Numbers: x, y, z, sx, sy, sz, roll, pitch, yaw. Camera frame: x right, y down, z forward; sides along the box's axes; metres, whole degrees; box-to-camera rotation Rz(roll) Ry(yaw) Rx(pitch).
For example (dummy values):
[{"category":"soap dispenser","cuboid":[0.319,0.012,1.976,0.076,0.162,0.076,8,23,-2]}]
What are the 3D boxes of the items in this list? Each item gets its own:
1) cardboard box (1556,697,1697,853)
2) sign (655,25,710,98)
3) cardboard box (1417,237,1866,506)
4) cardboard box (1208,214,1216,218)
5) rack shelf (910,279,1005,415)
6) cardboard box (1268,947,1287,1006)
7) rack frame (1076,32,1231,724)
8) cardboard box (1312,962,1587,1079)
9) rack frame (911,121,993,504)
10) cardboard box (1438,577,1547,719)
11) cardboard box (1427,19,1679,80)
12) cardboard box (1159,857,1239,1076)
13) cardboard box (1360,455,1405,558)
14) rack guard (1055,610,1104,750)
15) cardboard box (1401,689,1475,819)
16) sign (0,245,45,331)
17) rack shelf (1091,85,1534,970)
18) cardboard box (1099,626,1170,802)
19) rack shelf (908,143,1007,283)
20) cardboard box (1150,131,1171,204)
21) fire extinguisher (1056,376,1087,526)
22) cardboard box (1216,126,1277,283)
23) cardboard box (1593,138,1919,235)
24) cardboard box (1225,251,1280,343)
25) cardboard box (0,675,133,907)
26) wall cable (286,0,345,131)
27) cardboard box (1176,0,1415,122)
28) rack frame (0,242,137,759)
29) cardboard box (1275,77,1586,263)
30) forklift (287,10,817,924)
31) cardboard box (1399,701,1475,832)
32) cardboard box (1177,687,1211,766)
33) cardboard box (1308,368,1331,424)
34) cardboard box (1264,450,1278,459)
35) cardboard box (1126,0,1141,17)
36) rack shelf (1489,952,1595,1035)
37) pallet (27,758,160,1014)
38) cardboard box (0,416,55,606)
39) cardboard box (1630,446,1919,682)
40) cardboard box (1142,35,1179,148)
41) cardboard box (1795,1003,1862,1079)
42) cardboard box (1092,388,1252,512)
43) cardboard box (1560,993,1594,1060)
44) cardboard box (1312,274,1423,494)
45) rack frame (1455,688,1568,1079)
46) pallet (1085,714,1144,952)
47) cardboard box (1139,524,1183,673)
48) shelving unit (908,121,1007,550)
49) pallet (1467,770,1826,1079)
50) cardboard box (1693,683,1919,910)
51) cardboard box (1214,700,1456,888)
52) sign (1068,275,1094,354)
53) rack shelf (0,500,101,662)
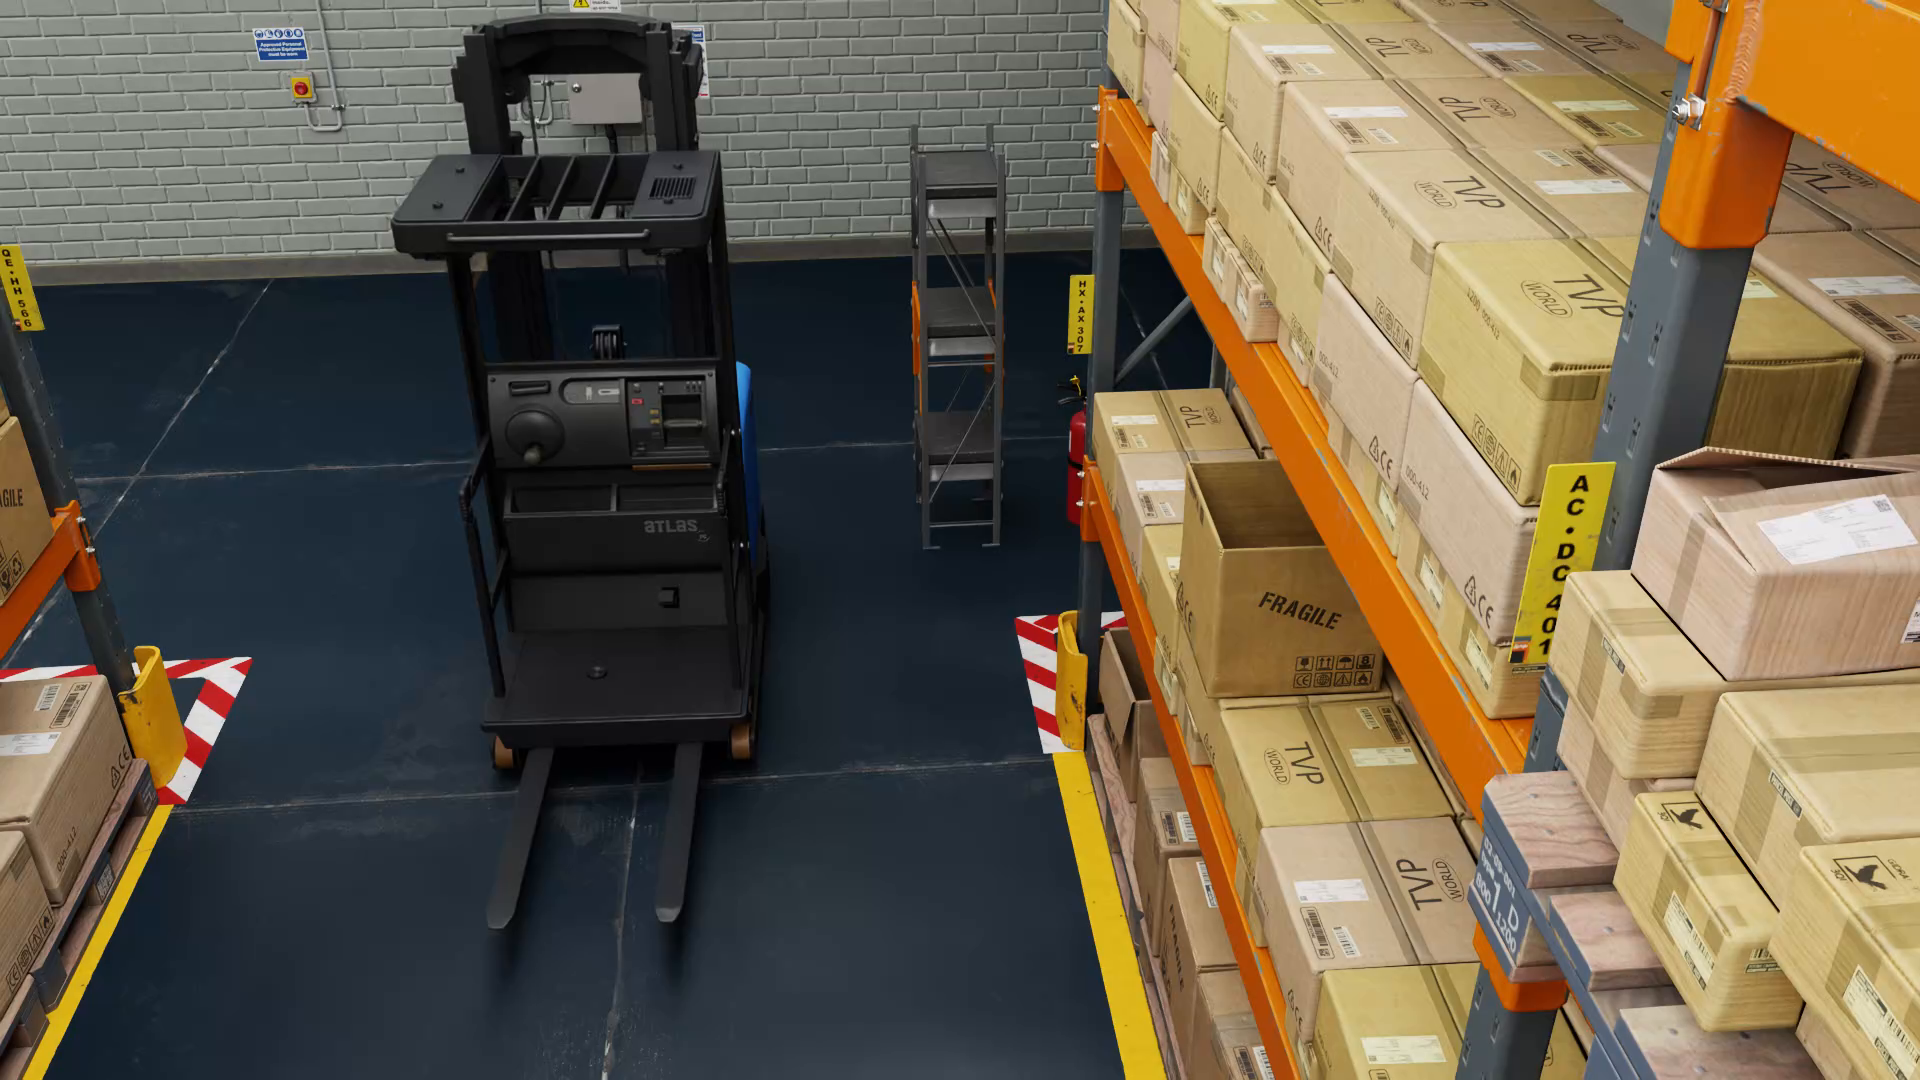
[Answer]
[{"category":"cardboard box","cuboid":[1.017,0.285,2.161,0.380,0.149,0.250,-2,31,-4]},{"category":"sign","cuboid":[-1.902,-3.278,11.406,0.329,0.494,0.001,-3,31,-5]},{"category":"cardboard box","cuboid":[1.099,-0.295,2.763,0.500,0.250,0.500,-3,31,-4]},{"category":"cardboard box","cuboid":[0.905,-0.878,4.615,0.380,0.149,0.250,-3,31,-5]},{"category":"rack shelf","cuboid":[-0.016,-0.974,8.360,0.431,0.518,0.480,-3,31,-5]},{"category":"cardboard box","cuboid":[1.012,1.075,4.270,0.380,0.149,0.250,-2,31,-3]},{"category":"rack frame","cuboid":[1.012,-0.526,6.705,1.000,3.000,0.127,-3,31,-5]},{"category":"cardboard box","cuboid":[1.095,1.205,3.664,0.500,0.250,0.500,-2,31,-3]},{"category":"rack frame","cuboid":[-0.038,-1.111,8.562,0.400,2.100,0.015,-3,31,-5]},{"category":"cardboard box","cuboid":[1.058,0.167,2.865,0.380,0.149,0.250,-3,31,-5]},{"category":"cardboard box","cuboid":[1.458,-1.093,4.098,0.500,0.250,0.500,-3,31,-5]},{"category":"cardboard box","cuboid":[0.966,1.397,5.514,0.500,0.500,0.500,-2,31,-4]},{"category":"cardboard box","cuboid":[1.022,-0.095,3.305,0.380,0.149,0.250,-2,31,-3]},{"category":"rack guard","cuboid":[1.019,0.586,7.281,1.175,0.500,0.348,-3,31,-5]},{"category":"cardboard box","cuboid":[1.511,0.358,4.350,0.500,0.500,0.500,-4,31,-6]},{"category":"sign","cuboid":[-3.388,-0.904,5.978,0.100,0.325,0.005,-3,31,-5]},{"category":"rack shelf","cuboid":[1.199,-0.483,4.411,1.077,0.370,4.000,-3,31,-5]},{"category":"cardboard box","cuboid":[0.975,0.683,6.707,0.797,0.503,0.637,-4,31,-7]},{"category":"rack shelf","cuboid":[-0.016,-1.575,8.001,0.431,0.518,0.480,-3,31,-5]},{"category":"cardboard box","cuboid":[0.788,-1.135,5.045,0.380,0.149,0.250,-2,31,-3]},{"category":"fire extinguisher","cuboid":[0.538,-0.385,6.909,0.296,0.674,0.183,-3,31,-5]},{"category":"cardboard box","cuboid":[0.956,-0.854,4.185,0.500,0.250,0.500,-3,31,-5]},{"category":"cardboard box","cuboid":[1.559,-0.579,3.238,0.500,0.250,0.500,-4,31,-6]},{"category":"cardboard box","cuboid":[0.885,-0.617,4.178,0.380,0.149,0.250,-2,31,-4]},{"category":"cardboard box","cuboid":[-3.769,0.966,6.297,0.875,0.438,0.875,-4,31,-6]},{"category":"wall cable","cuboid":[-4.480,-3.613,10.853,0.585,1.953,0.123,-3,31,-5]},{"category":"cardboard box","cuboid":[0.893,-1.336,4.506,0.500,0.250,0.500,-3,31,-5]},{"category":"rack frame","cuboid":[-3.930,-0.286,6.304,1.000,3.000,0.127,-3,31,-5]},{"category":"cardboard box","cuboid":[1.004,-0.813,3.630,0.500,0.250,0.500,-2,31,-4]},{"category":"forklift","cuboid":[-1.692,-0.472,6.681,1.130,2.935,3.031,10,32,16]},{"category":"cardboard box","cuboid":[1.508,0.668,4.562,0.500,0.250,0.500,-2,31,-4]},{"category":"cardboard box","cuboid":[0.885,0.557,5.138,0.380,0.149,0.250,-2,31,-3]},{"category":"cardboard box","cuboid":[1.007,-0.359,3.746,0.380,0.149,0.250,-2,31,-3]},{"category":"cardboard box","cuboid":[1.366,-0.104,5.854,0.500,0.250,0.500,-3,31,-4]},{"category":"cardboard box","cuboid":[0.803,-1.853,5.370,0.500,0.250,0.500,-3,31,-5]},{"category":"rack shelf","cuboid":[1.572,1.559,0.992,1.077,0.370,4.000,-3,31,-5]},{"category":"pallet","cuboid":[-3.777,1.316,6.341,1.003,0.211,1.213,-3,31,-5]},{"category":"cardboard box","cuboid":[-3.621,-0.095,5.887,0.500,0.500,0.500,-3,31,-4]},{"category":"cardboard box","cuboid":[1.066,-0.022,1.980,0.396,0.266,0.258,-3,31,-5]},{"category":"cardboard box","cuboid":[0.849,-1.379,5.064,0.500,0.250,0.500,-2,31,-4]},{"category":"cardboard box","cuboid":[1.128,0.543,1.728,0.380,0.149,0.250,-2,31,-4]},{"category":"cardboard box","cuboid":[0.786,-0.344,6.258,0.500,0.250,0.500,-3,31,-4]},{"category":"cardboard box","cuboid":[1.608,1.187,3.693,0.500,0.250,0.500,-3,31,-5]},{"category":"cardboard box","cuboid":[1.032,-0.334,3.315,0.500,0.250,0.500,-4,31,-6]},{"category":"rack frame","cuboid":[1.385,1.517,3.286,1.000,3.000,0.127,-3,31,-5]},{"category":"pallet","cuboid":[1.094,1.117,6.674,1.003,0.211,1.213,-3,31,-5]},{"category":"cardboard box","cuboid":[0.884,0.172,5.394,0.500,0.250,0.500,-3,31,-6]},{"category":"shelving unit","cuboid":[-0.016,-0.986,8.353,0.431,2.100,0.503,-3,31,-5]},{"category":"pallet","cuboid":[1.377,0.646,2.002,1.213,0.211,1.003,-3,31,-5]},{"category":"cardboard box","cuboid":[1.073,0.292,1.859,0.380,0.149,0.250,-2,31,-4]},{"category":"cardboard box","cuboid":[1.000,0.695,4.518,0.500,0.250,0.500,-3,31,-5]},{"category":"sign","cuboid":[0.472,-0.871,6.439,0.100,0.325,0.005,-3,31,-5]},{"category":"rack shelf","cuboid":[-3.743,1.044,4.779,1.077,0.370,4.000,-3,31,-5]}]
